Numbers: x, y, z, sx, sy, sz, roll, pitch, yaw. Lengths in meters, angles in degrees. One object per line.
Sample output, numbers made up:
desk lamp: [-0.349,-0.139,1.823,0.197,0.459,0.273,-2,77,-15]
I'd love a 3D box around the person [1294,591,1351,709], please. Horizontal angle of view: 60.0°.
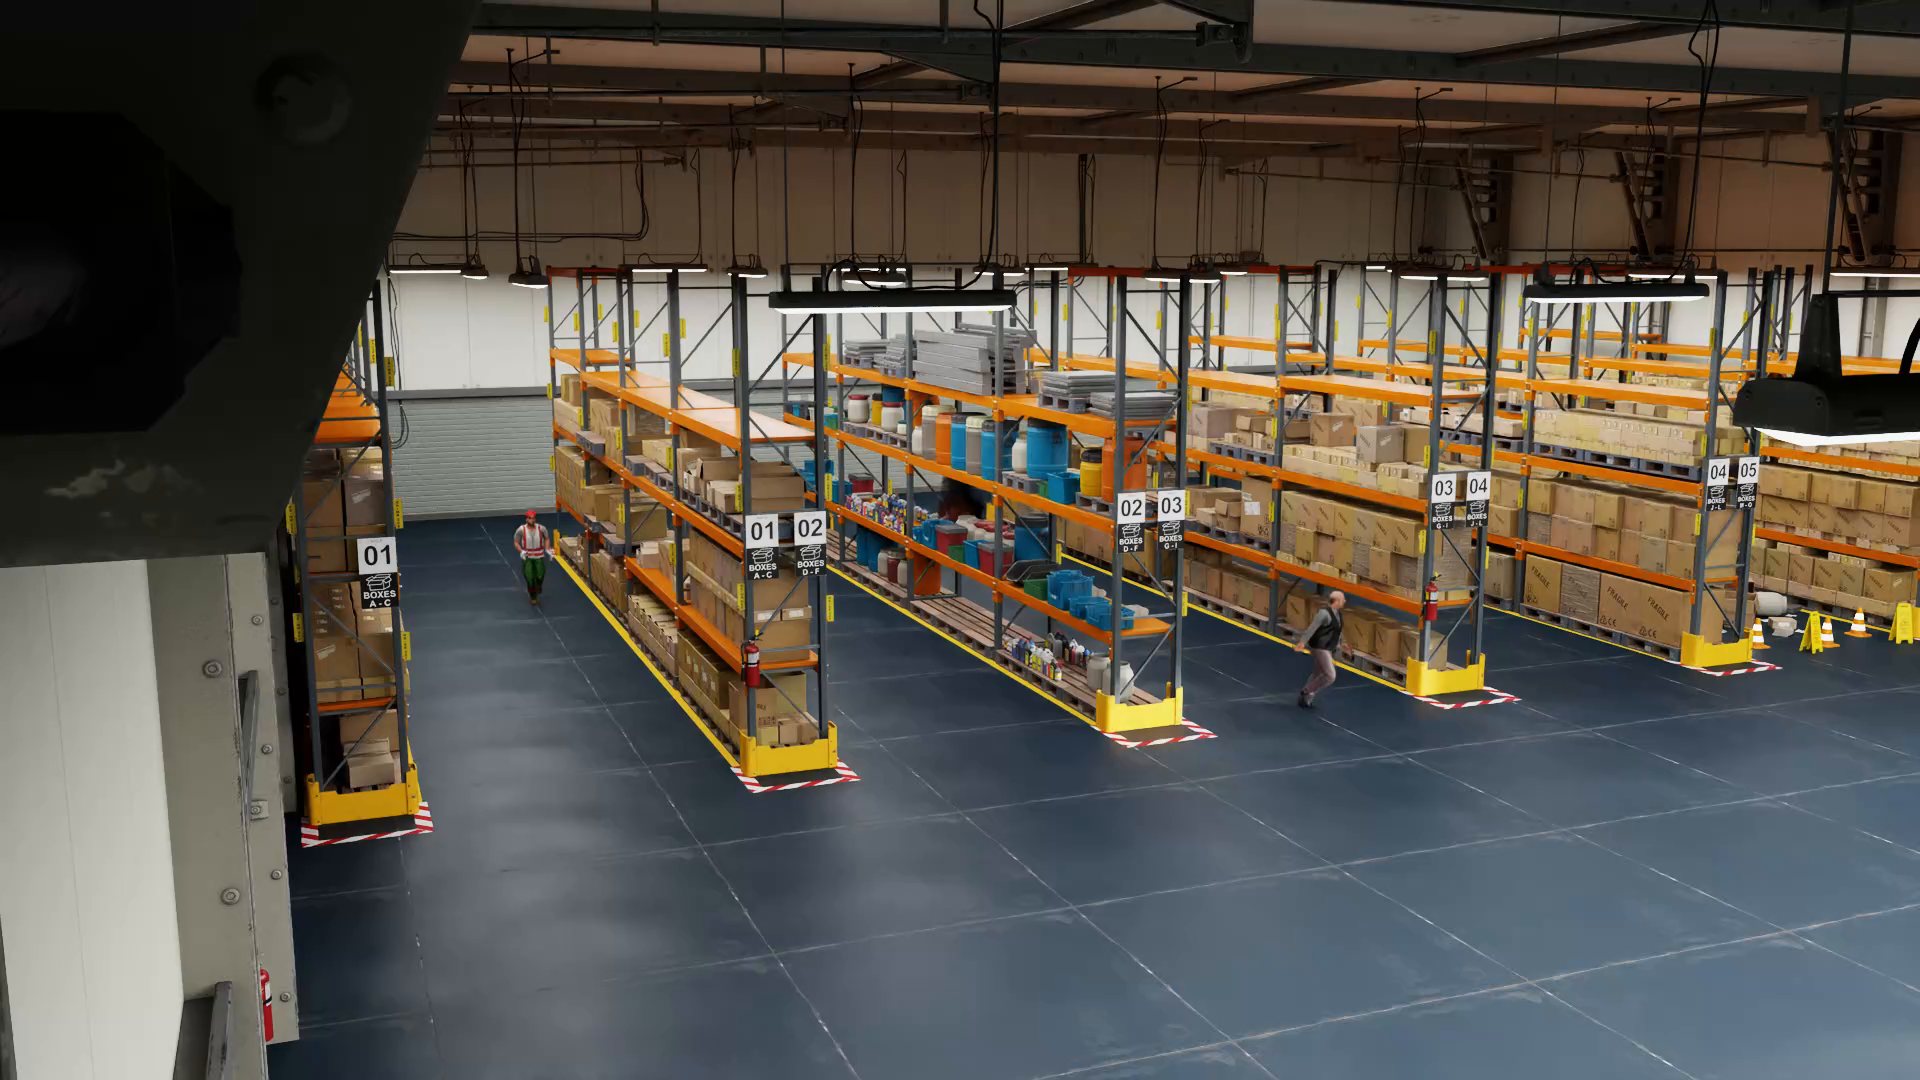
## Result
person: [5.056,1.521,23.111,0.666,1.669,0.658,6,11,30]

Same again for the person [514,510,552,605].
person: [-7.684,0.303,29.937,0.658,1.729,0.642,-3,10,-18]

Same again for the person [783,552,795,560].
person: [-2.979,0.343,28.530,0.553,1.500,0.788,-9,13,-42]
